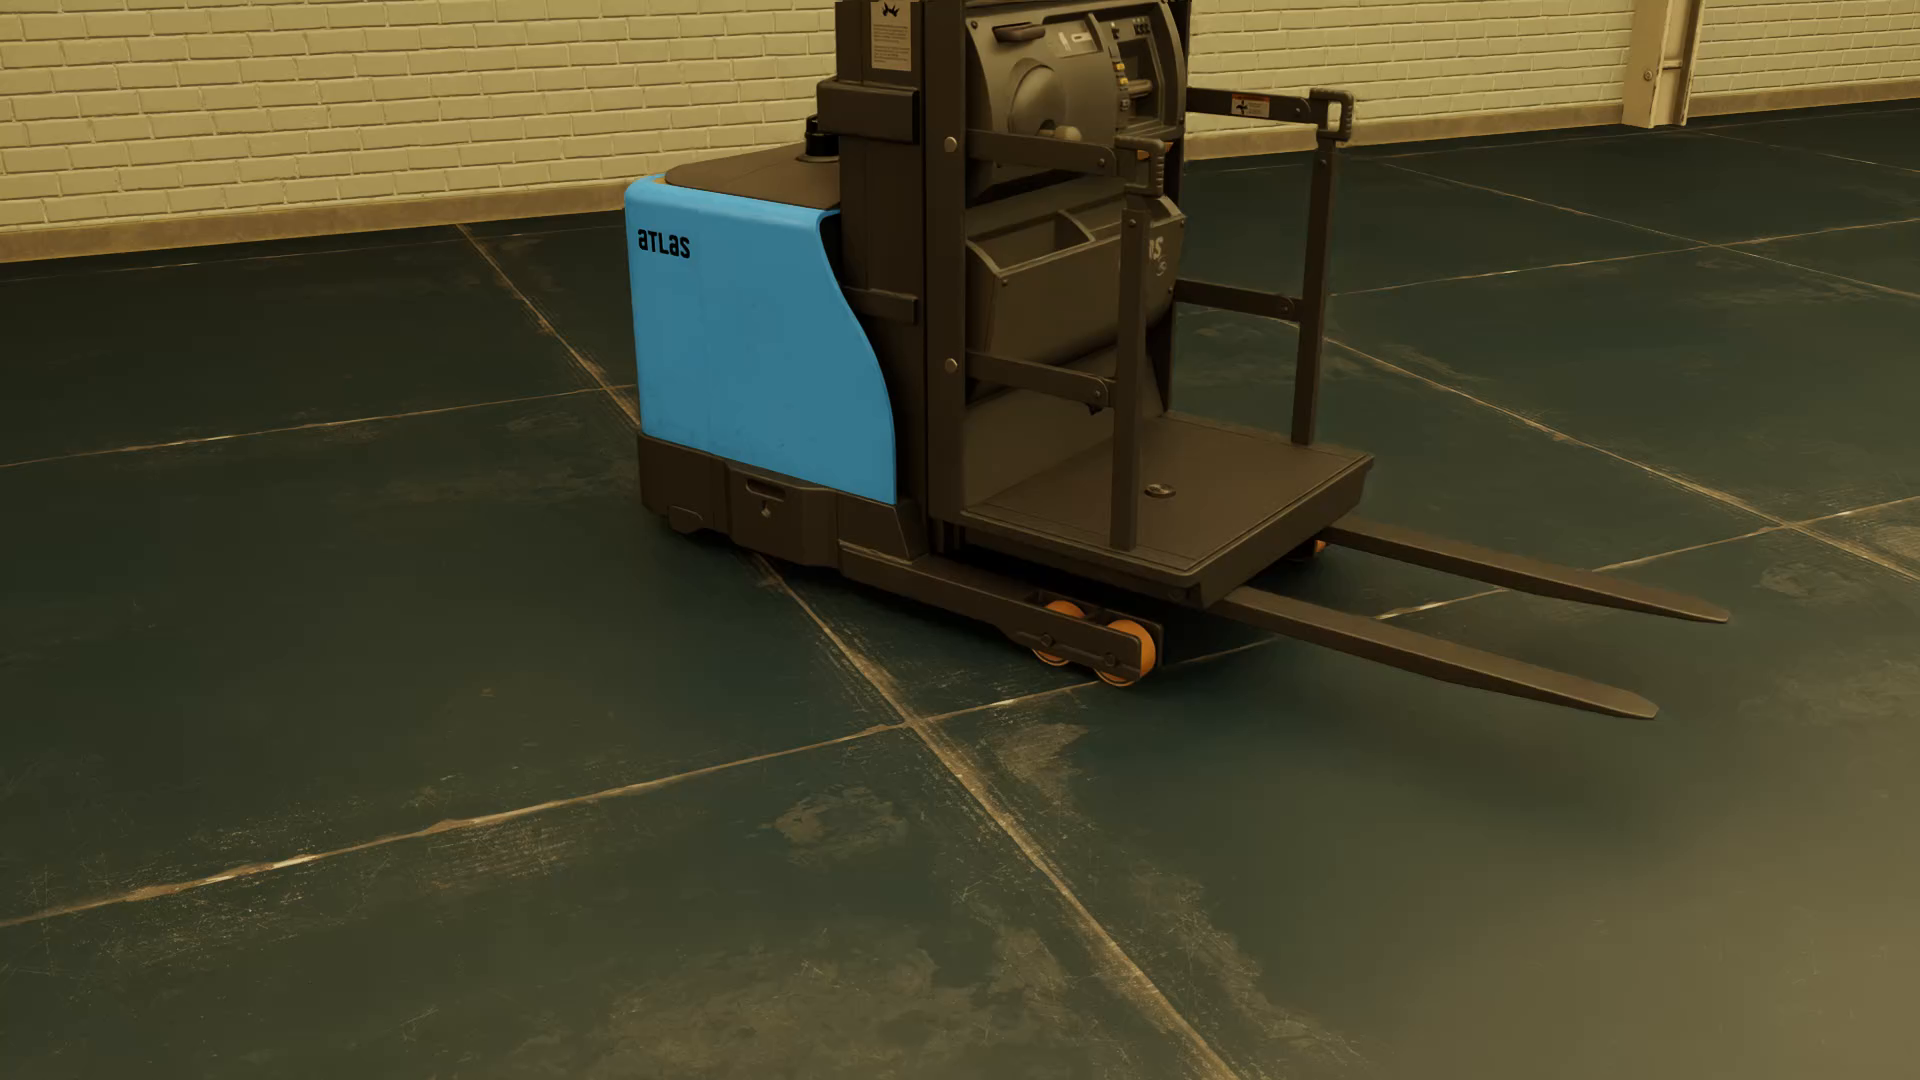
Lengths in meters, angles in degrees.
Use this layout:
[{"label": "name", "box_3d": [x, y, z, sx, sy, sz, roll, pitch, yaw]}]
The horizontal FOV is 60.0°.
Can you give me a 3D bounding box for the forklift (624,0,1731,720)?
[{"label": "forklift", "box_3d": [0.488, -1.213, 4.206, 3.031, 2.935, 1.130, 16, 27, 34]}]
